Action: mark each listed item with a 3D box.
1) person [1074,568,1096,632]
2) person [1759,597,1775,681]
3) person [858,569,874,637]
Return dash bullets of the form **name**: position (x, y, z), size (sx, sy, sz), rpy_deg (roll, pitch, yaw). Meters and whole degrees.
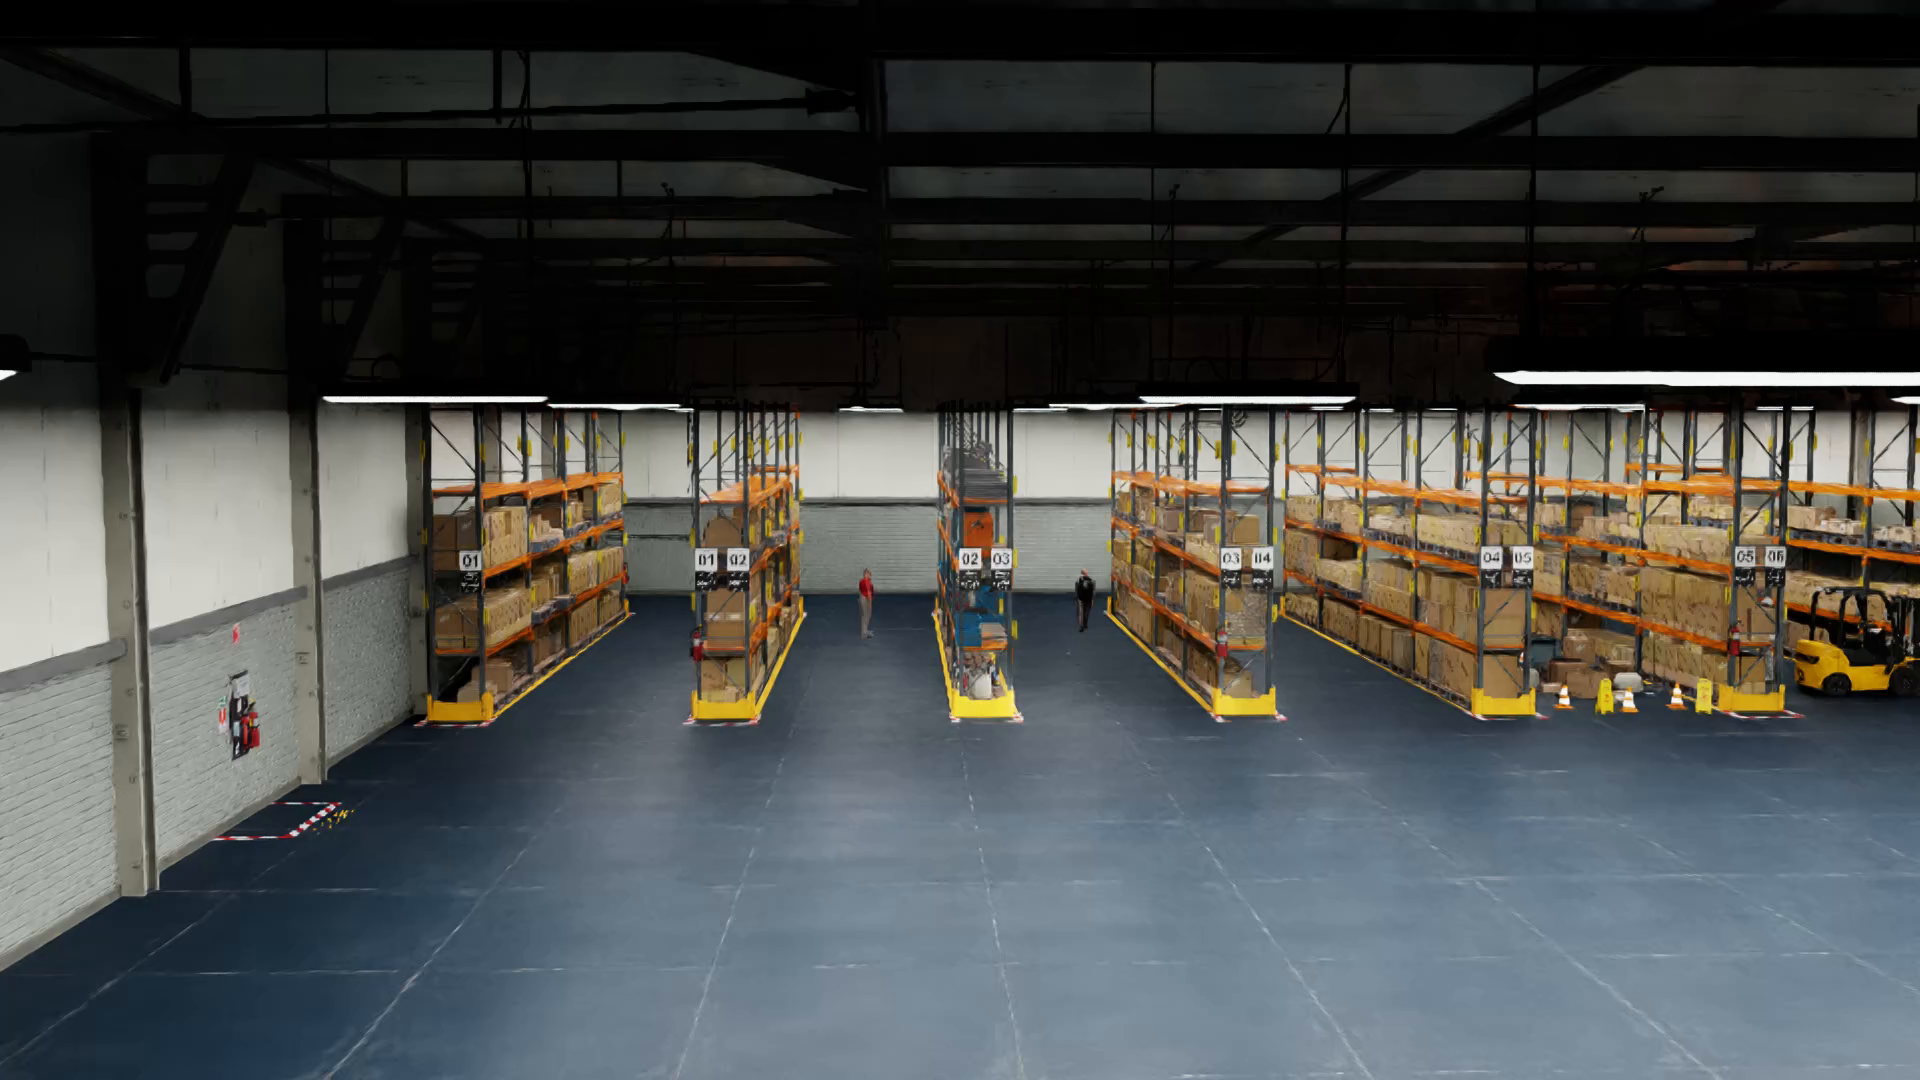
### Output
- **person**: position (3.302, 1.567, 43.803), size (0.543, 1.644, 1.119), rpy_deg (0, 4, -4)
- **person**: position (17.224, 2.104, 35.641), size (0.494, 1.773, 0.616), rpy_deg (2, 5, 27)
- **person**: position (-2.364, 1.605, 42.675), size (0.476, 1.738, 0.625), rpy_deg (-2, 5, -26)
